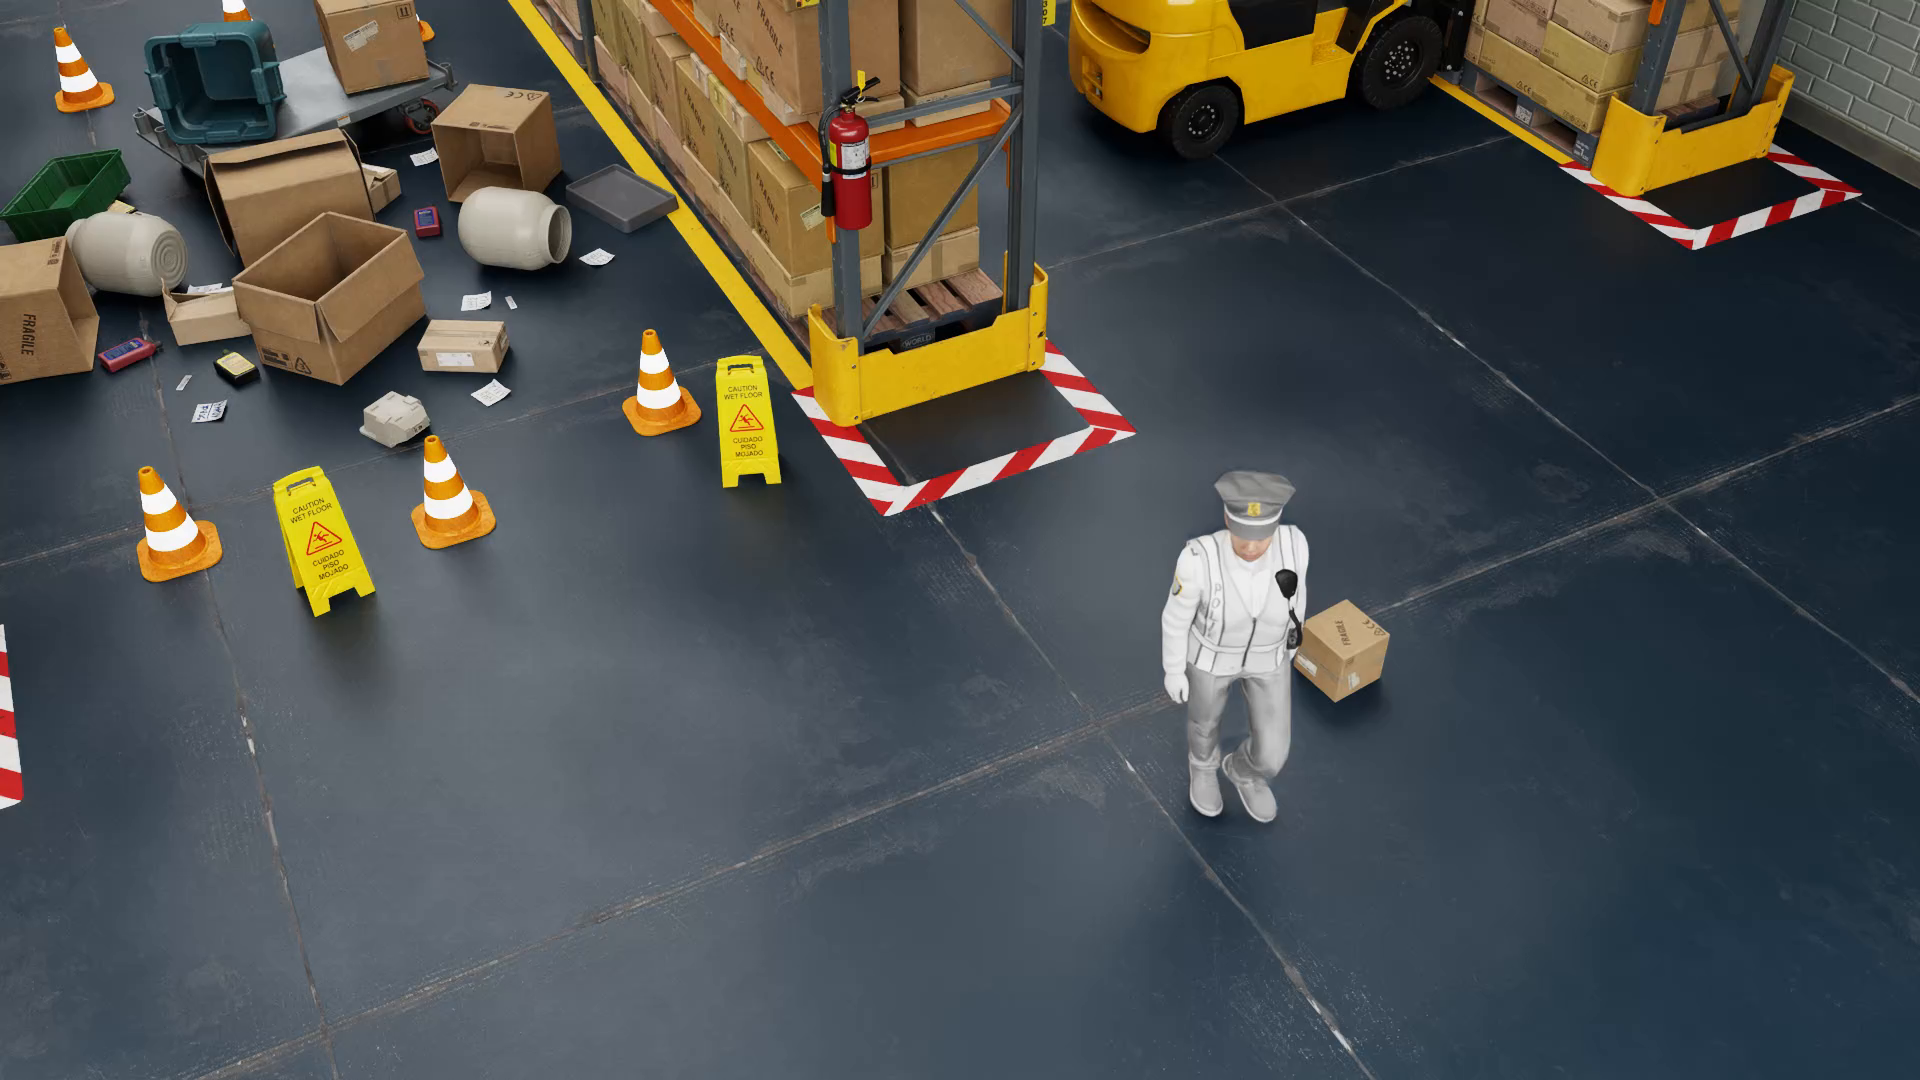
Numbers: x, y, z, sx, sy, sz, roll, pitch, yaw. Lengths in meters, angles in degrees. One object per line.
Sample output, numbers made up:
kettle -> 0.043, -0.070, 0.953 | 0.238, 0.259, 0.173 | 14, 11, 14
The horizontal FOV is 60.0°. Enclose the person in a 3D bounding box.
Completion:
person -> 0.926, 0.390, 5.679 | 0.514, 1.662, 0.488 | -1, 42, -1
